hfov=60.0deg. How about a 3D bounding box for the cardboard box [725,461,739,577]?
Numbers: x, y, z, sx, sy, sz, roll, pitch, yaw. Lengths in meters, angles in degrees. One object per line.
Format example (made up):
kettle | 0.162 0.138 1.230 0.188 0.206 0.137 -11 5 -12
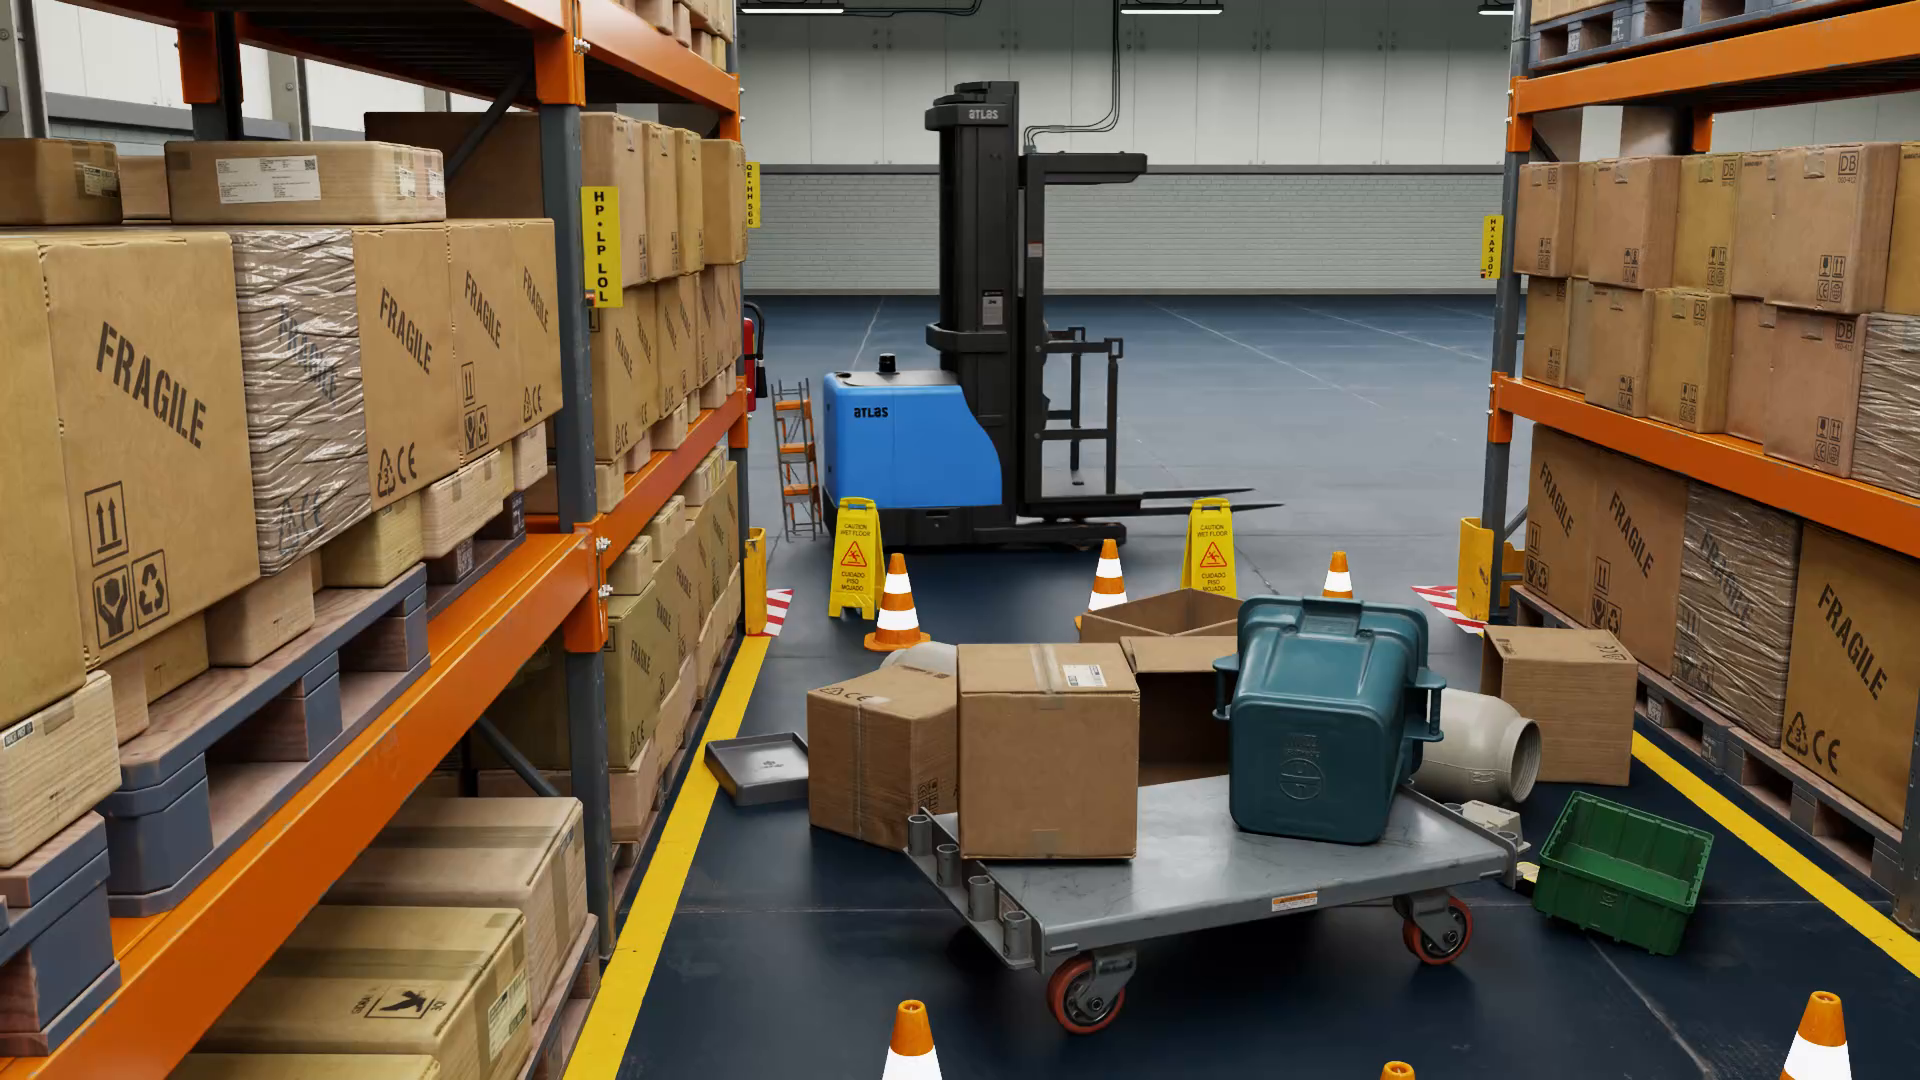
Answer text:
cardboard box | -1.340 -0.094 7.949 0.500 0.500 0.500 0 11 -1

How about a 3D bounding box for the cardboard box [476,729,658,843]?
cardboard box | -1.277 0.792 5.468 0.500 0.250 0.500 -1 11 -4

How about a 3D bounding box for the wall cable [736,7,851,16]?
wall cable | -4.121 -11.322 39.340 3.097 2.526 0.112 0 11 -1

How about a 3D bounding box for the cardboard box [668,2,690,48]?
cardboard box | -1.254 -1.998 6.451 0.380 0.149 0.250 0 11 -2

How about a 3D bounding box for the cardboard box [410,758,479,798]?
cardboard box | -1.816 0.794 5.458 0.500 0.250 0.500 0 11 1

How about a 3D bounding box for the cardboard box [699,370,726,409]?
cardboard box | -1.260 -0.677 7.486 0.380 0.149 0.250 0 11 0

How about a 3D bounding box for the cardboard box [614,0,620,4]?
cardboard box | -1.327 -1.792 5.434 0.380 0.149 0.250 0 11 1

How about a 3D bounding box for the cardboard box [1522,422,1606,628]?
cardboard box | 3.409 -0.096 8.278 0.875 0.875 0.875 0 11 -1

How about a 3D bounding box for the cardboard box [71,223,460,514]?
cardboard box | -1.280 -0.339 3.132 0.500 0.500 0.500 0 11 1

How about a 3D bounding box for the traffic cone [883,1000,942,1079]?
traffic cone | -0.109 1.253 3.718 0.336 0.463 0.334 0 11 -1

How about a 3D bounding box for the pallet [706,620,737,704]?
pallet | -1.634 0.517 7.978 1.003 0.211 1.213 0 11 -1

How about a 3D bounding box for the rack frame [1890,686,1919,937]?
rack frame | 3.412 -0.271 4.852 1.000 3.000 0.127 0 11 -1

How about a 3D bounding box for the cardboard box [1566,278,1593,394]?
cardboard box | 3.416 -0.957 7.855 0.875 0.550 0.550 0 11 -1

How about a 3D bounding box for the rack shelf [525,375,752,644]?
rack shelf | -1.576 -0.276 6.684 1.077 0.370 4.000 0 11 -1

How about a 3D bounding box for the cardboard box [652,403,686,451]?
cardboard box | -1.238 -0.426 6.247 0.380 0.149 0.250 0 11 -1

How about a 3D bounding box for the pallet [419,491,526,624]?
pallet | -1.664 0.016 3.920 1.003 0.211 1.213 0 11 -1

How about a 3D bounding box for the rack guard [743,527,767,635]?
rack guard | -1.616 0.214 8.746 1.175 0.500 0.348 0 11 -1

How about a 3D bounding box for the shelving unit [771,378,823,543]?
shelving unit | -1.074 -0.526 10.972 0.215 1.050 0.252 -3 11 6

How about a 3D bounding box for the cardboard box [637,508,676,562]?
cardboard box | -1.232 -0.020 5.956 0.380 0.149 0.250 0 11 1

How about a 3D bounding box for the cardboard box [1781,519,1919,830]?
cardboard box | 3.469 0.439 5.639 0.875 0.875 0.875 0 11 0

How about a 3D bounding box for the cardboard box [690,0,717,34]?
cardboard box | -1.342 -2.368 7.270 0.500 0.250 0.500 0 11 -2

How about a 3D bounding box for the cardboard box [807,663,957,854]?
cardboard box | -0.197 0.774 5.979 0.500 0.500 0.500 9 15 38

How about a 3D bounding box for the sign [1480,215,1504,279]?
sign | 2.774 -1.528 8.672 0.100 0.325 0.005 0 11 -1

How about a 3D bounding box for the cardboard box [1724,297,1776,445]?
cardboard box | 3.465 -0.635 6.268 0.875 0.550 0.550 0 11 -1

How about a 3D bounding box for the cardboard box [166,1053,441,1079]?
cardboard box | -1.487 1.236 2.973 0.950 0.372 0.625 0 11 1

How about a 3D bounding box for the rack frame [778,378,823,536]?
rack frame | -1.062 -0.550 11.091 0.200 1.050 0.008 -3 11 6

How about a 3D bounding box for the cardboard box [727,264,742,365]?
cardboard box | -1.331 -1.114 8.006 0.500 0.500 0.500 0 11 -2

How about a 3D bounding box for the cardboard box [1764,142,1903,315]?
cardboard box | 3.311 -1.056 5.629 0.875 0.550 0.550 0 11 -1

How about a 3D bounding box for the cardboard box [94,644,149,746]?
cardboard box | -1.273 0.203 2.090 0.380 0.149 0.250 0 11 2

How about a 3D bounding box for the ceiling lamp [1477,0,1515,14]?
ceiling lamp | 11.189 -11.938 32.588 2.000 3.185 0.800 0 11 -1

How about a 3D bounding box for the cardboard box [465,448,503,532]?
cardboard box | -1.219 -0.109 3.627 0.380 0.149 0.250 0 11 -2

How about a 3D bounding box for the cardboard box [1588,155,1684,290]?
cardboard box | 3.278 -1.374 7.196 0.875 0.550 0.550 0 11 -1

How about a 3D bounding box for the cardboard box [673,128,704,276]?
cardboard box | -1.299 -1.206 5.943 0.700 0.500 0.500 0 11 -2

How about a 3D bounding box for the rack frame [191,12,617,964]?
rack frame | -1.535 -0.231 4.653 1.000 3.000 0.127 0 11 -1

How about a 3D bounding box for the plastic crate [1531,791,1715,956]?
plastic crate | 2.099 1.049 5.270 0.450 0.188 0.662 17 18 26

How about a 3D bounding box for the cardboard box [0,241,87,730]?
cardboard box | -1.248 -0.030 1.608 0.500 0.500 0.500 0 11 2

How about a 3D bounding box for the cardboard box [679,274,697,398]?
cardboard box | -1.327 -0.814 6.528 0.500 0.500 0.500 0 11 0

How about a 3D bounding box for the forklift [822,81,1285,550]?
forklift | 0.627 -1.472 10.941 3.031 2.935 1.130 -2 12 -9

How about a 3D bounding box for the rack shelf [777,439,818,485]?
rack shelf | -1.073 -0.516 10.974 0.215 0.259 0.240 -3 11 6

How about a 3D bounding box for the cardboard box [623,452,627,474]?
cardboard box | -1.314 -0.274 5.499 0.380 0.149 0.250 0 11 -1

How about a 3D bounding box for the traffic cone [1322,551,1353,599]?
traffic cone | 1.921 0.288 8.474 0.336 0.463 0.334 0 11 -1

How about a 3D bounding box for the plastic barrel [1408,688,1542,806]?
plastic barrel | 1.855 0.772 6.189 0.512 0.421 0.421 9 15 38

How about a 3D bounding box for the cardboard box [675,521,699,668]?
cardboard box | -1.309 0.216 6.426 0.500 0.500 0.500 0 11 2

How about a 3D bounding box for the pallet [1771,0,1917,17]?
pallet | 3.406 -1.861 5.365 1.003 0.211 1.213 0 11 -1

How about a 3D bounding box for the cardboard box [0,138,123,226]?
cardboard box | -1.753 -0.639 2.977 0.380 0.149 0.250 0 11 2

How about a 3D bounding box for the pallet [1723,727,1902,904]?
pallet | 3.475 0.944 5.876 1.003 0.211 1.213 0 11 -1

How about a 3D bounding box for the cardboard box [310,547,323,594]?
cardboard box | -1.339 0.043 2.877 0.380 0.149 0.250 -1 11 -3

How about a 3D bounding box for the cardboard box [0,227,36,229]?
cardboard box | -1.783 -0.237 2.628 0.500 0.500 0.500 -1 11 -3

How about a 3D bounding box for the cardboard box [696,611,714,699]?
cardboard box | -1.313 0.482 6.997 0.500 0.250 0.500 -1 11 -3

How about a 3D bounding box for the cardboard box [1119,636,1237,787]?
cardboard box | 0.978 0.656 6.221 0.797 0.637 0.503 0 11 -1

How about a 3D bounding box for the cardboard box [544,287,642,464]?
cardboard box | -1.265 -0.514 5.050 0.500 0.500 0.500 0 11 -1

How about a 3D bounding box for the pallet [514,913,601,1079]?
pallet | -1.517 1.290 4.167 1.003 0.211 1.213 0 11 -1

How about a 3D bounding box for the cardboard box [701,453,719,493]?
cardboard box | -1.263 -0.289 7.280 0.380 0.149 0.250 0 11 0

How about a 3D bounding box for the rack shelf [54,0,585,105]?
rack shelf | -1.493 -0.951 2.466 1.077 0.370 4.000 0 11 -1

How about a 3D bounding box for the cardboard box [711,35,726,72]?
cardboard box | -1.293 -2.254 7.712 0.380 0.149 0.250 0 11 -1

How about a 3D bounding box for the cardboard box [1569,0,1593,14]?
cardboard box | 3.027 -2.498 7.609 0.380 0.149 0.250 0 11 -1

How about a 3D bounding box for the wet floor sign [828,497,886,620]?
wet floor sign | -0.552 0.086 9.014 0.267 0.644 0.232 4 12 18

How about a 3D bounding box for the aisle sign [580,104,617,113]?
aisle sign | -1.929 -2.311 8.368 0.394 0.787 0.004 0 11 -1

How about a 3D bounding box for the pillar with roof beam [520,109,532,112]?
pillar with roof beam | -3.659 -8.591 30.774 9.100 9.000 0.400 0 11 -1
